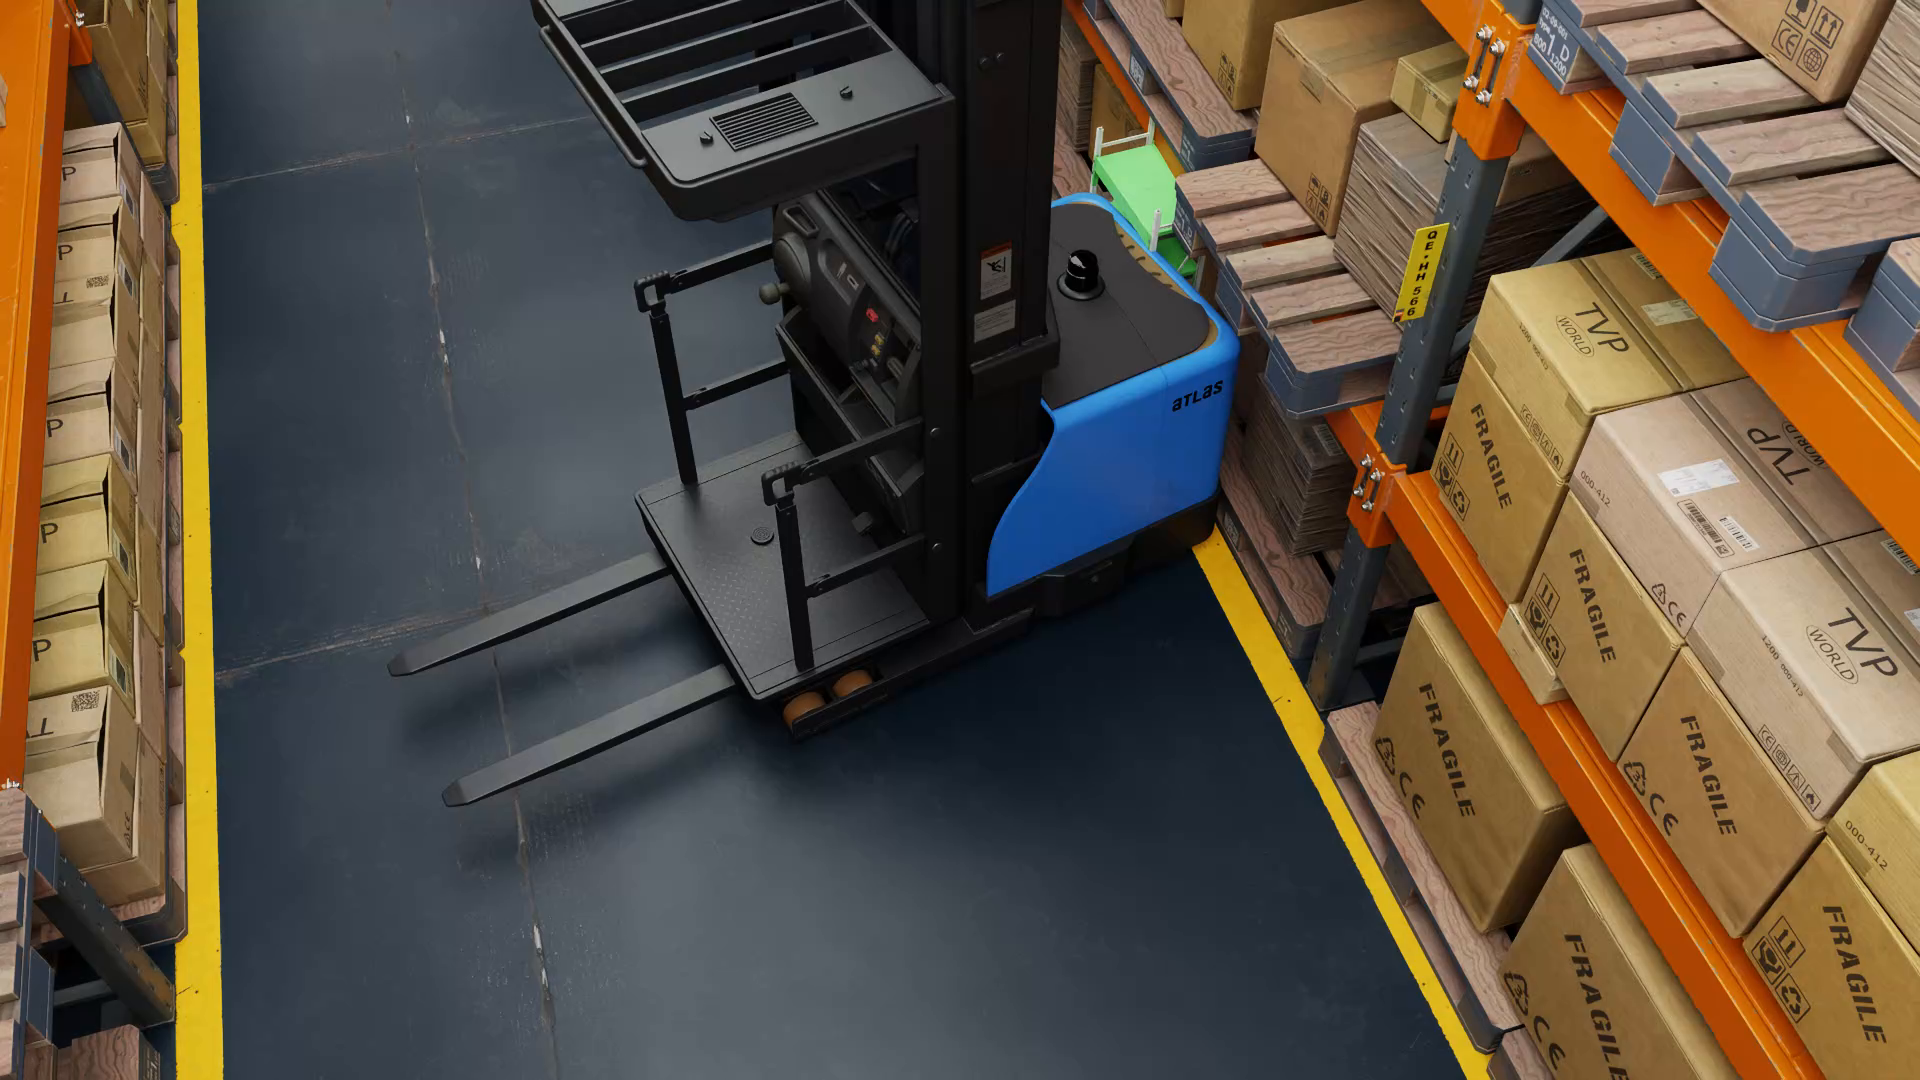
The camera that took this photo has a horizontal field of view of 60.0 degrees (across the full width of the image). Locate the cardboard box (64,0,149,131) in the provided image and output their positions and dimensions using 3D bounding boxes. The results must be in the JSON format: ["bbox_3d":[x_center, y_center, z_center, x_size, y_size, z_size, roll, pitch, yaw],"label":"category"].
[{"bbox_3d":[-3.995,-2.197,7.463,0.500,0.500,0.500,-13,51,-11],"label":"cardboard box"}]

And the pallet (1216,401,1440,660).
[{"bbox_3d":[1.527,-0.170,6.545,1.003,0.211,1.213,-13,51,-11],"label":"pallet"}]

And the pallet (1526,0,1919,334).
[{"bbox_3d":[1.998,-0.945,3.536,1.213,0.211,1.003,-11,51,-9],"label":"pallet"}]

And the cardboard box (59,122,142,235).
[{"bbox_3d":[-3.763,-1.495,6.995,0.500,0.311,0.500,-13,51,-11],"label":"cardboard box"}]

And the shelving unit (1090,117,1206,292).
[{"bbox_3d":[0.696,-1.004,6.516,0.258,1.200,0.503,-17,54,-15],"label":"shelving unit"}]

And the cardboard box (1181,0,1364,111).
[{"bbox_3d":[1.219,-1.918,5.841,0.700,0.500,0.500,-13,51,-11],"label":"cardboard box"}]

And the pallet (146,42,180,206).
[{"bbox_3d":[-4.352,-1.988,8.077,1.003,0.211,1.213,-13,51,-11],"label":"pallet"}]

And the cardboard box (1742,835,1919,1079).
[{"bbox_3d":[2.109,0.906,3.541,0.500,0.500,0.500,-12,51,-10],"label":"cardboard box"}]

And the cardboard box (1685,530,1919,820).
[{"bbox_3d":[1.956,0.273,3.584,0.500,0.250,0.500,-13,51,-11],"label":"cardboard box"}]

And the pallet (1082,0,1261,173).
[{"bbox_3d":[1.133,-1.872,6.282,1.003,0.211,1.213,-13,51,-11],"label":"pallet"}]

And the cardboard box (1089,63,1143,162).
[{"bbox_3d":[1.009,-1.855,7.489,0.700,0.500,0.500,-14,51,-12],"label":"cardboard box"}]

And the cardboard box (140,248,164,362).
[{"bbox_3d":[-3.609,-0.938,6.892,0.500,0.250,0.500,-14,51,-12],"label":"cardboard box"}]

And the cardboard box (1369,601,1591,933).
[{"bbox_3d":[1.849,0.627,5.181,0.750,0.750,0.750,-14,51,-11],"label":"cardboard box"}]

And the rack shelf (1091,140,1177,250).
[{"bbox_3d":[0.707,-1.260,6.188,0.258,0.148,0.480,-17,54,-15],"label":"rack shelf"}]

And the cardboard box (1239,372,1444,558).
[{"bbox_3d":[1.494,-0.348,6.218,0.700,0.500,0.500,-13,51,-10],"label":"cardboard box"}]

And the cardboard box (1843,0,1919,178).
[{"bbox_3d":[2.162,-0.922,3.040,0.700,0.500,0.500,-16,52,-13],"label":"cardboard box"}]

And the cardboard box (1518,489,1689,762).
[{"bbox_3d":[1.802,0.165,4.166,0.500,0.500,0.500,-12,51,-10],"label":"cardboard box"}]

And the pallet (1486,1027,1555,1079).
[{"bbox_3d":[2.275,1.883,4.814,1.003,0.211,1.213,-13,51,-11],"label":"pallet"}]

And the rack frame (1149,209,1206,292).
[{"bbox_3d":[0.787,-0.824,6.378,0.240,1.200,0.015,-17,54,-15],"label":"rack frame"}]

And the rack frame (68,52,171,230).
[{"bbox_3d":[-4.157,-2.296,6.514,1.000,3.000,0.127,-13,51,-11],"label":"rack frame"}]

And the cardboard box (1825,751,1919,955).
[{"bbox_3d":[2.113,0.644,3.271,0.500,0.250,0.500,-14,51,-12],"label":"cardboard box"}]

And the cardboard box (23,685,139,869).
[{"bbox_3d":[-2.848,0.746,5.106,0.500,0.311,0.500,-12,51,-10],"label":"cardboard box"}]

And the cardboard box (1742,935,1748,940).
[{"bbox_3d":[2.040,0.803,4.052,0.380,0.149,0.250,-13,51,-10],"label":"cardboard box"}]

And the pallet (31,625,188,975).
[{"bbox_3d":[-3.180,0.914,5.631,1.003,0.211,1.213,-13,51,-11],"label":"pallet"}]

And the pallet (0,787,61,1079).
[{"bbox_3d":[-2.706,1.166,3.720,1.213,0.211,1.003,-13,51,-11],"label":"pallet"}]

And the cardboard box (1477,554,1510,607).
[{"bbox_3d":[1.699,0.056,4.682,0.380,0.149,0.250,-13,51,-10],"label":"cardboard box"}]

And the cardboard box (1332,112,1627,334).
[{"bbox_3d":[1.609,-1.013,5.078,0.700,0.500,0.500,-19,52,-15],"label":"cardboard box"}]

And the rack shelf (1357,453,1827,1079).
[{"bbox_3d":[2.349,1.195,4.041,1.077,0.370,4.000,-13,51,-11],"label":"rack shelf"}]

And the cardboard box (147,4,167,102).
[{"bbox_3d":[-4.147,-2.319,8.057,0.500,0.250,0.500,-13,51,-11],"label":"cardboard box"}]

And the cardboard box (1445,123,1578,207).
[{"bbox_3d":[1.626,-1.126,4.750,0.380,0.149,0.250,-19,53,-16],"label":"cardboard box"}]

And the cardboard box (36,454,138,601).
[{"bbox_3d":[-3.160,-0.008,5.742,0.500,0.311,0.500,-15,51,-12],"label":"cardboard box"}]

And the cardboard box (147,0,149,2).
[{"bbox_3d":[-4.291,-2.927,8.079,0.500,0.500,0.500,-13,51,-11],"label":"cardboard box"}]

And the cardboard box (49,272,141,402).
[{"bbox_3d":[-3.458,-0.752,6.368,0.500,0.311,0.500,-13,51,-11],"label":"cardboard box"}]

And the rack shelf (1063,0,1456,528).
[{"bbox_3d":[1.166,-1.726,6.504,1.077,0.370,4.000,-13,51,-11],"label":"rack shelf"}]

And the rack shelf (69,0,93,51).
[{"bbox_3d":[-4.748,-3.525,8.020,1.077,0.370,4.000,-13,51,-11],"label":"rack shelf"}]

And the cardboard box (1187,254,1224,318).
[{"bbox_3d":[1.279,-1.107,6.858,0.700,0.500,0.500,-14,51,-11],"label":"cardboard box"}]

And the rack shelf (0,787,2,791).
[{"bbox_3d":[-2.382,2.318,3.094,1.077,0.370,4.000,-13,51,-11],"label":"rack shelf"}]

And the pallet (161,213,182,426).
[{"bbox_3d":[-3.902,-0.868,7.134,1.003,0.211,1.213,-13,51,-11],"label":"pallet"}]

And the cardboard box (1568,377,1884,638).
[{"bbox_3d":[1.805,-0.092,3.891,0.500,0.250,0.500,-14,51,-11],"label":"cardboard box"}]

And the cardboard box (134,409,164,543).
[{"bbox_3d":[-3.308,-0.193,6.264,0.500,0.250,0.500,-12,51,-10],"label":"cardboard box"}]

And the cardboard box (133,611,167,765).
[{"bbox_3d":[-2.998,0.560,5.629,0.500,0.250,0.500,-15,51,-12],"label":"cardboard box"}]

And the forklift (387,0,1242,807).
[{"bbox_3d":[-0.545,-0.709,5.220,3.031,2.935,1.130,-23,54,-19],"label":"forklift"}]
